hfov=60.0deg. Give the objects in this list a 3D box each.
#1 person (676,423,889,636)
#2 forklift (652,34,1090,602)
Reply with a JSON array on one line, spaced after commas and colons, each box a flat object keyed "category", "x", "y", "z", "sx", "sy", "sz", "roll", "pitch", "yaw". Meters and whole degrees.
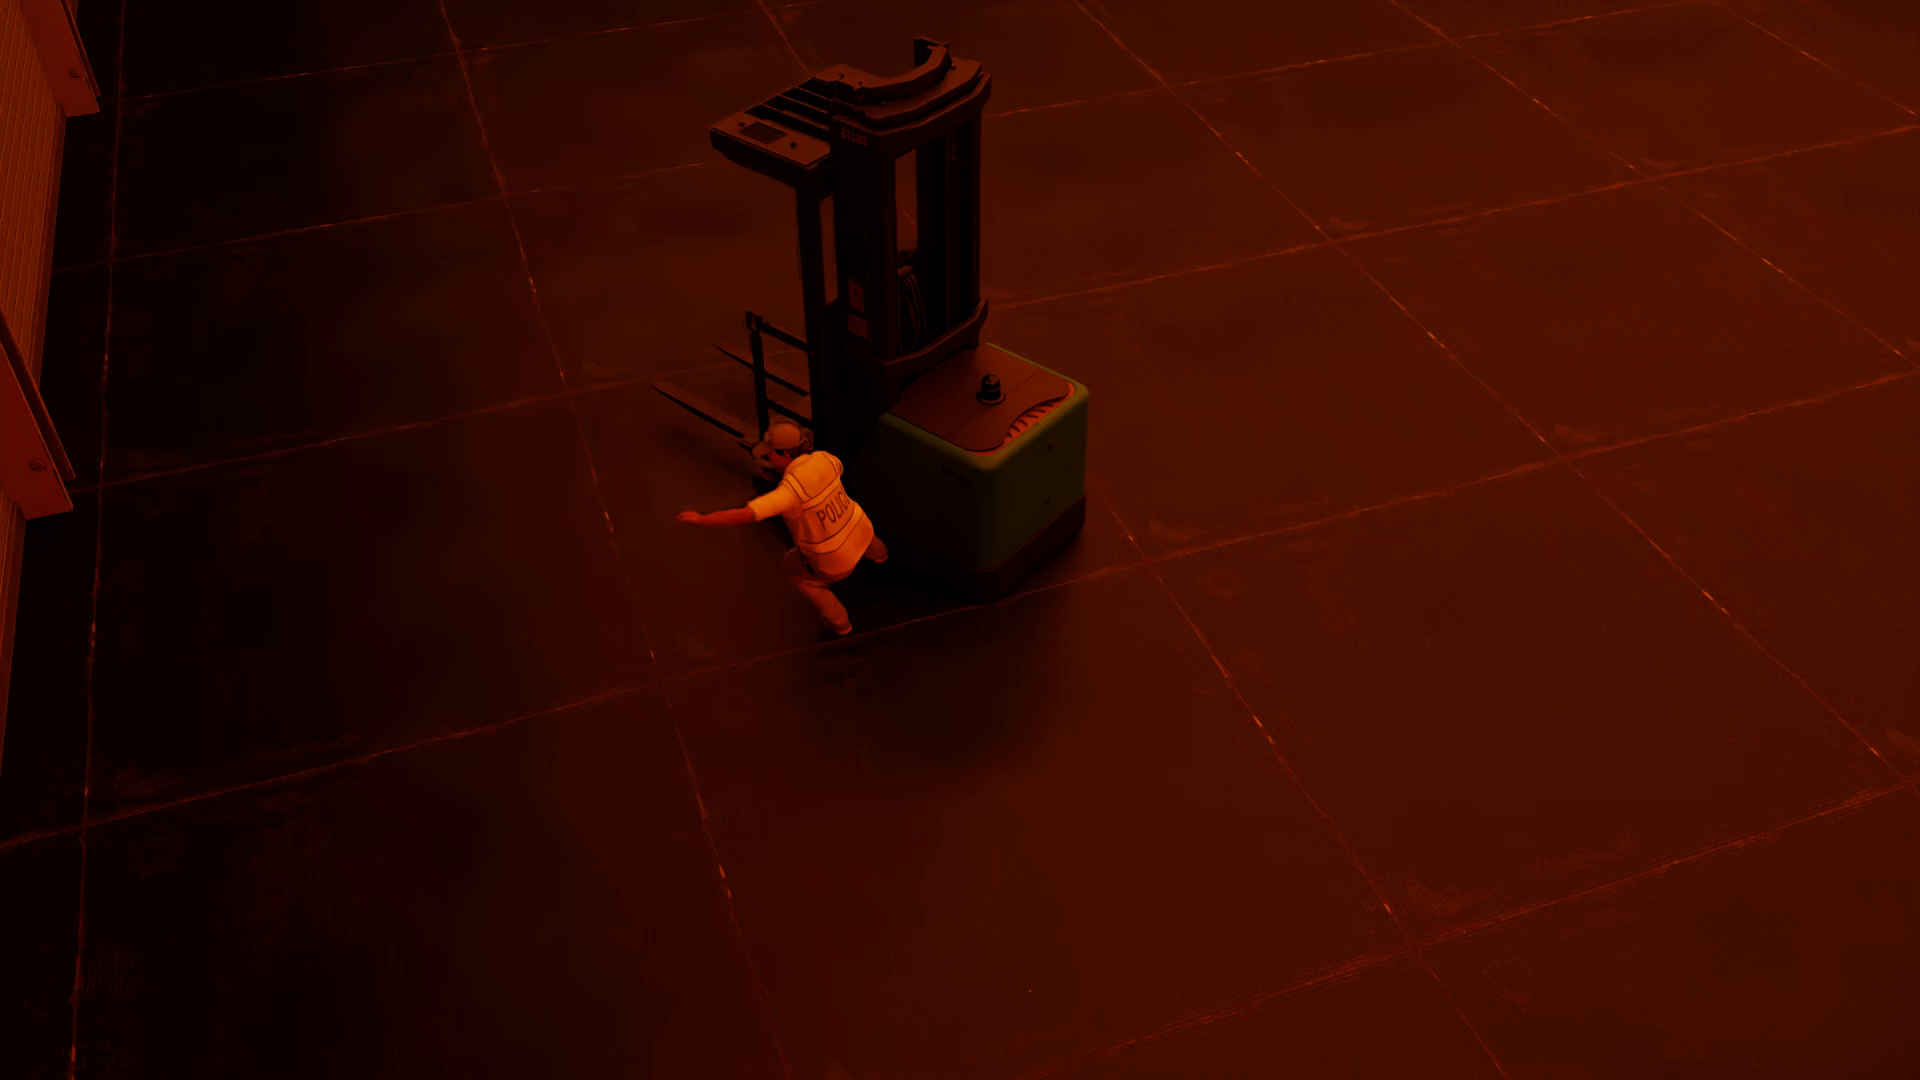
[{"category": "person", "x": -0.828, "y": -0.135, "z": 9.308, "sx": 0.834, "sy": 1.411, "sz": 1.359, "roll": 21, "pitch": 44, "yaw": 23}, {"category": "forklift", "x": -0.690, "y": -1.550, "z": 9.843, "sx": 3.031, "sy": 2.935, "sz": 1.130, "roll": 28, "pitch": 47, "yaw": 29}]
